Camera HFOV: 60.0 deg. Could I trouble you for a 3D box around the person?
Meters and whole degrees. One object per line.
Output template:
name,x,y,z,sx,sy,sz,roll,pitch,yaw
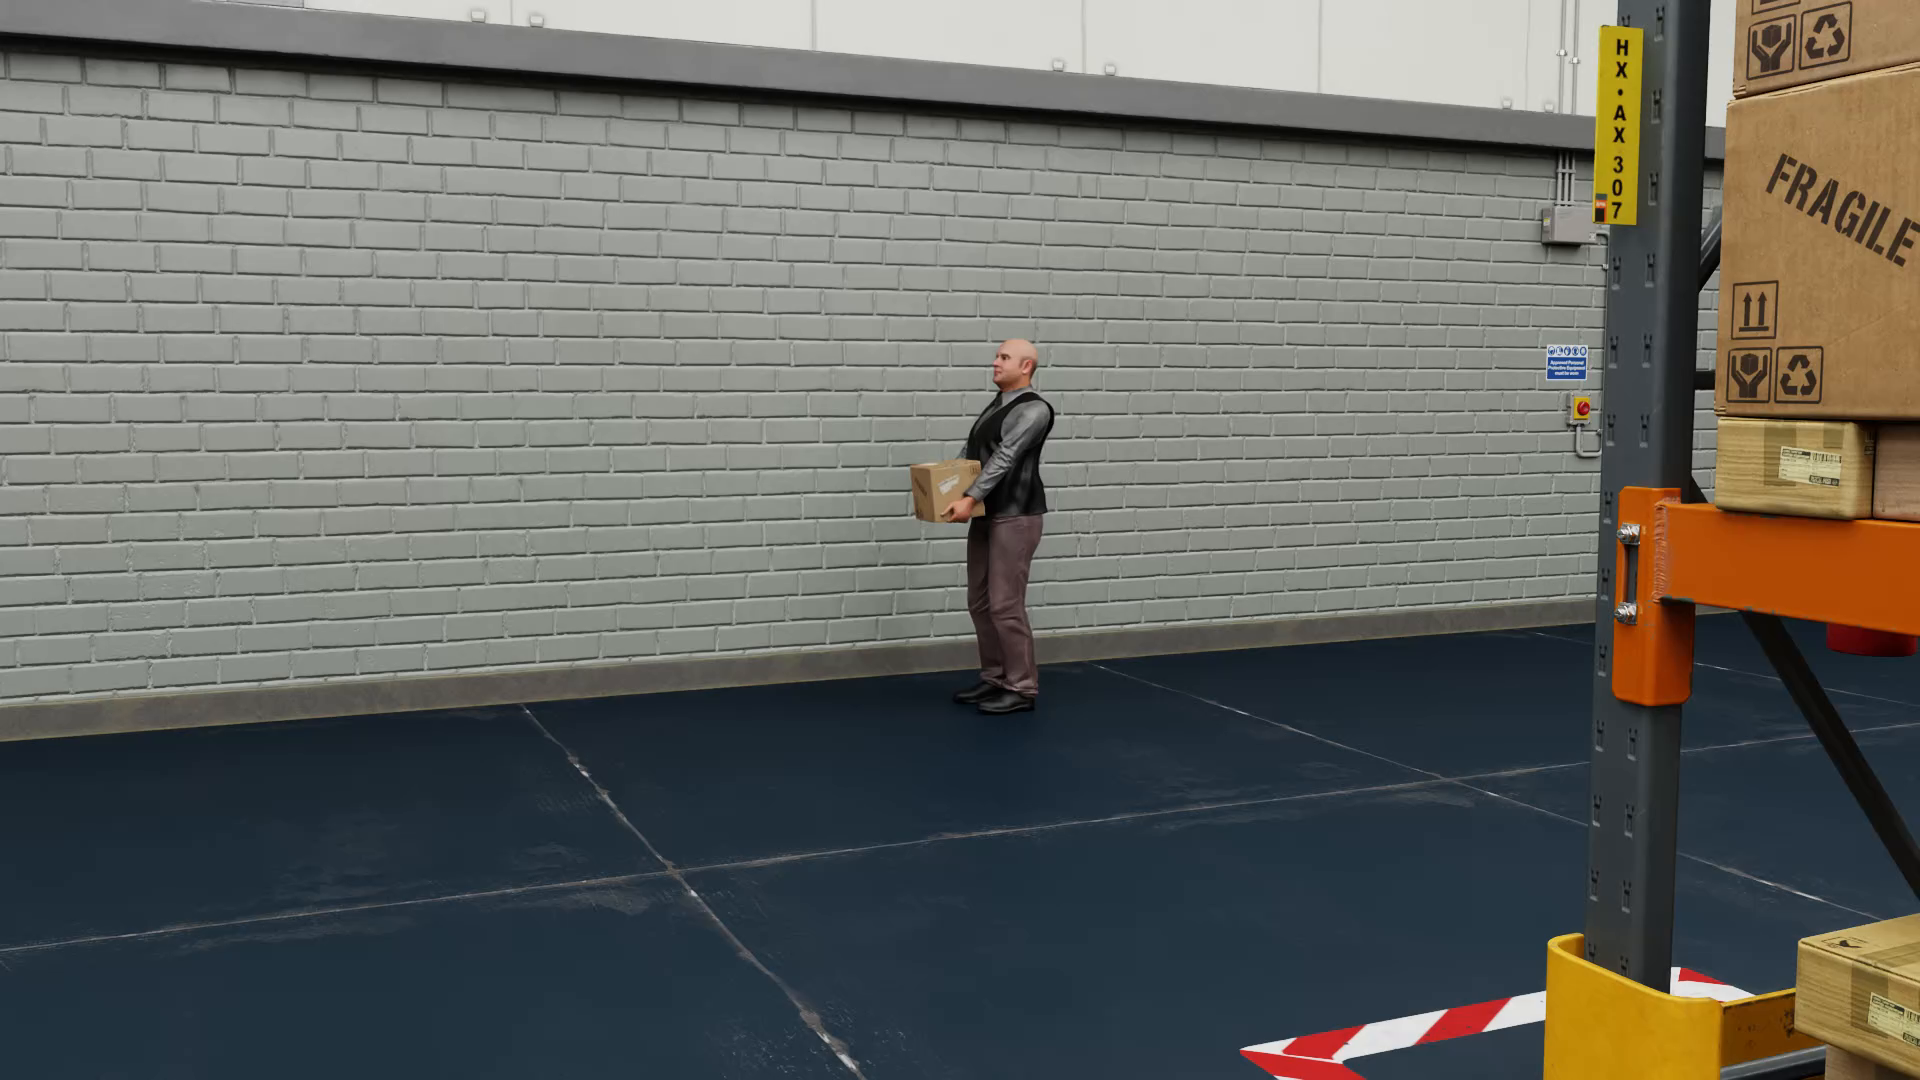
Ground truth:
person,0.124,-0.069,7.669,0.550,1.711,0.494,-2,6,-23
